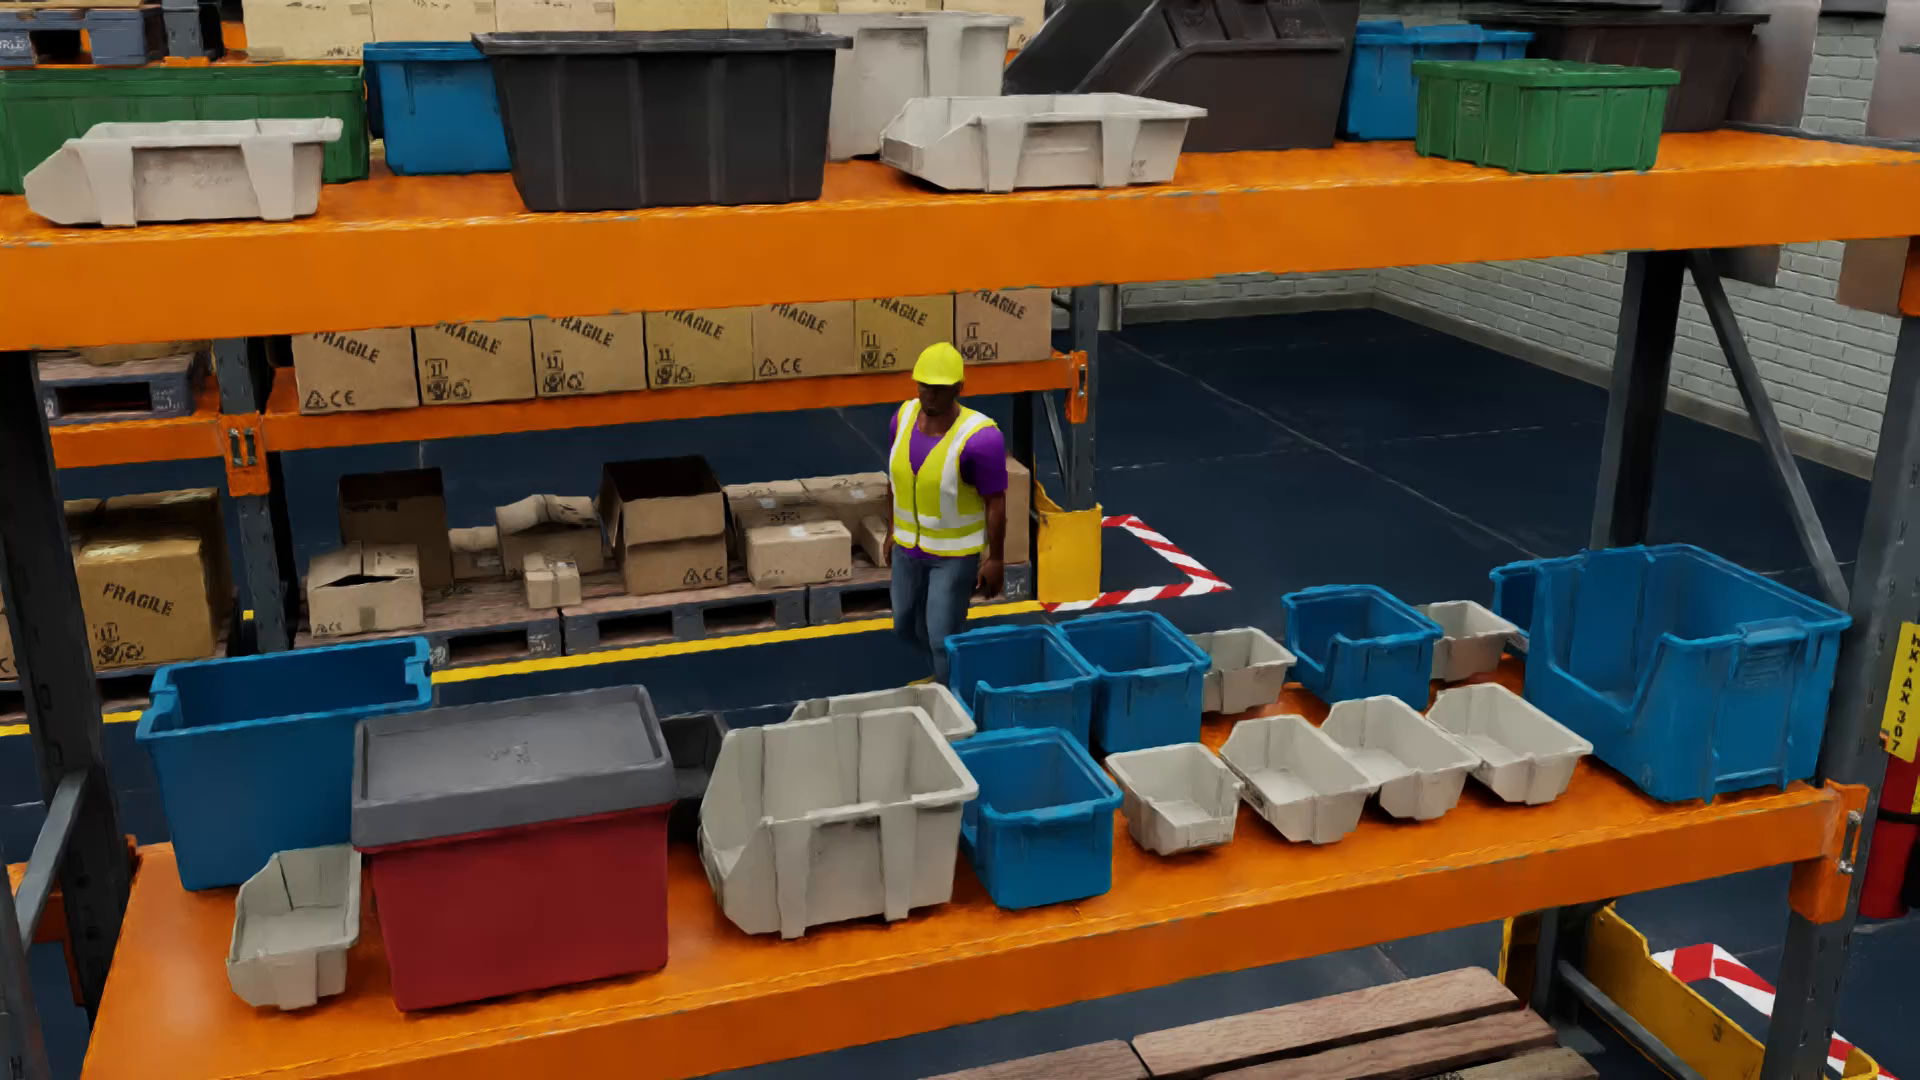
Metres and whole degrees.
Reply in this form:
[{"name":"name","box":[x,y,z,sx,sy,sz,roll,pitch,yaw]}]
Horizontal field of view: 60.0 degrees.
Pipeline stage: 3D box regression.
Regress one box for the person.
[{"name":"person","box":[-0.052,0.005,7.017,0.613,1.754,0.570,14,24,35]}]
